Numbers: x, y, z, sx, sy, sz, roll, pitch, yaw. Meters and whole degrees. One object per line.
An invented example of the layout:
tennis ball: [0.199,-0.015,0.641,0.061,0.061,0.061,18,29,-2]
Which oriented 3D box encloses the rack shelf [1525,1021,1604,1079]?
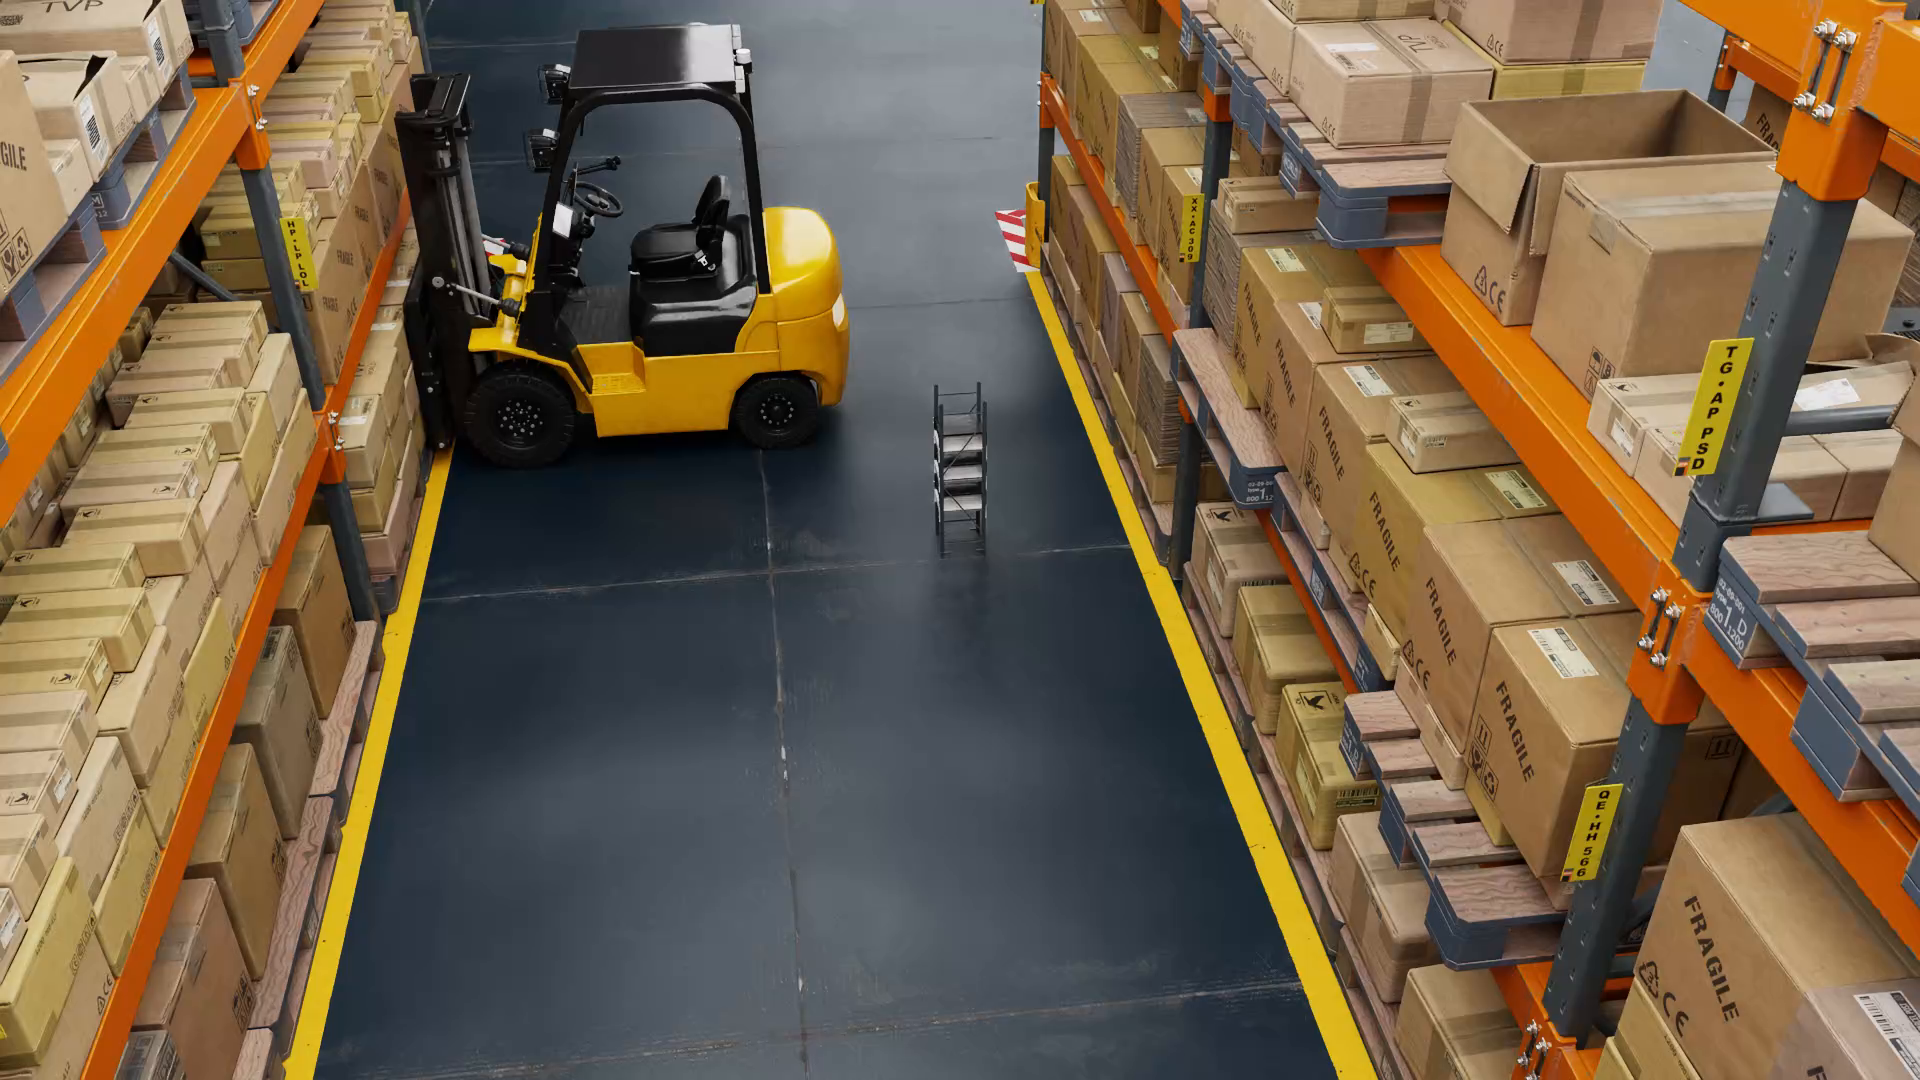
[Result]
rack shelf: [2.393,2.551,3.111,1.077,0.370,4.000,-4,35,-6]

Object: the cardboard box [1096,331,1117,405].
cardboard box: [1.095,-1.022,9.783,0.500,0.250,0.500,-4,34,-6]

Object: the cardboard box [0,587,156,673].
cardboard box: [-2.729,0.287,5.130,0.380,0.149,0.250,-4,34,-5]

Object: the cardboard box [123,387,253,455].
cardboard box: [-2.866,-0.432,6.184,0.380,0.149,0.250,-5,35,-8]

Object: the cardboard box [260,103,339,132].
cardboard box: [-3.333,-2.062,8.312,0.380,0.149,0.250,-5,35,-7]

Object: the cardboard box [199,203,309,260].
cardboard box: [-3.081,-1.349,7.266,0.380,0.149,0.250,-4,34,-5]

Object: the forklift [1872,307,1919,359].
forklift: [3.562,0.297,5.840,1.130,2.935,3.031,-4,34,-6]

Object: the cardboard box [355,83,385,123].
cardboard box: [-3.349,-2.372,9.031,0.380,0.149,0.250,-4,34,-6]

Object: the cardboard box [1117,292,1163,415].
cardboard box: [1.170,-1.035,9.137,0.500,0.500,0.500,-4,34,-6]

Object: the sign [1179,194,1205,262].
sign: [1.049,-1.407,7.511,0.100,0.325,0.005,-4,35,-6]

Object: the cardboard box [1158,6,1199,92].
cardboard box: [1.494,-2.787,9.064,0.700,0.500,0.500,-5,35,-7]

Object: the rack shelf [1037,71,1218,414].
rack shelf: [1.317,-1.913,9.662,1.077,0.370,4.000,-4,35,-6]

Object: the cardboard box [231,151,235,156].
cardboard box: [-3.808,-1.906,8.347,0.380,0.149,0.250,-5,35,-7]

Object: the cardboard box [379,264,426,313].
cardboard box: [-3.286,-1.317,9.329,0.500,0.250,0.500,-5,35,-7]

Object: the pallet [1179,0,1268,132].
pallet: [1.563,-1.904,6.512,1.213,0.211,1.003,-4,35,-6]

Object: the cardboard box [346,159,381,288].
cardboard box: [-3.289,-1.597,8.470,0.500,0.500,0.500,-5,35,-7]

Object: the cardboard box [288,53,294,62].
cardboard box: [-3.967,-2.743,9.312,0.380,0.149,0.250,-4,34,-6]

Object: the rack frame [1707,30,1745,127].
rack frame: [5.939,-3.758,11.730,1.000,3.000,0.127,-4,35,-6]

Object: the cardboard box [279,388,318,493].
cardboard box: [-3.005,-0.393,6.925,0.500,0.250,0.500,-4,34,-5]

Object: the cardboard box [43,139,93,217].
cardboard box: [-2.780,-1.046,4.848,0.380,0.149,0.250,-5,35,-7]

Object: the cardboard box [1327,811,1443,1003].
cardboard box: [1.950,1.323,6.235,0.950,0.372,0.625,-5,35,-7]

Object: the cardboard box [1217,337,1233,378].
cardboard box: [1.347,-0.832,7.286,0.380,0.149,0.250,-4,34,-6]

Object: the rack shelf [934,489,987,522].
rack shelf: [0.001,-0.191,8.739,0.258,0.077,0.200,-4,35,-6]

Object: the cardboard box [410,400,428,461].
cardboard box: [-3.237,-0.617,9.189,0.500,0.250,0.500,-4,34,-6]

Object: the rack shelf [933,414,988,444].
rack shelf: [0.001,-0.563,8.485,0.258,0.077,0.200,-4,35,-6]

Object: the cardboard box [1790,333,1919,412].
cardboard box: [2.216,-0.378,4.225,0.396,0.266,0.258,-4,35,-6]

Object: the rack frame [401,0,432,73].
rack frame: [-3.870,-2.949,10.542,1.000,3.000,0.127,-4,35,-6]

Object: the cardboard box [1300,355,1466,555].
cardboard box: [1.565,-0.307,5.939,0.500,0.500,0.500,-6,35,-8]

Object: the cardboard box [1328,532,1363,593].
cardboard box: [1.560,0.044,6.001,0.380,0.149,0.250,-5,35,-8]

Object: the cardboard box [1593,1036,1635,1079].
cardboard box: [1.940,1.492,4.159,0.500,0.250,0.500,-5,35,-7]

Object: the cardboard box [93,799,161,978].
cardboard box: [-2.675,1.030,4.836,0.500,0.250,0.500,-5,35,-7]

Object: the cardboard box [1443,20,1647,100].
cardboard box: [1.938,-1.563,5.606,0.500,0.250,0.500,-4,34,-6]

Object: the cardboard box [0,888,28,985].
cardboard box: [-2.545,1.006,4.074,0.380,0.149,0.250,-3,34,-5]

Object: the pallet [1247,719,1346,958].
pallet: [1.859,1.174,6.968,1.003,0.211,1.213,-4,35,-6]

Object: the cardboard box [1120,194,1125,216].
cardboard box: [1.096,-1.859,9.166,0.380,0.149,0.250,-5,35,-7]

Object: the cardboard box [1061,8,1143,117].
cardboard box: [0.910,-2.917,10.142,0.500,0.500,0.500,-3,34,-5]

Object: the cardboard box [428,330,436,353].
cardboard box: [-3.284,-1.098,9.451,0.500,0.250,0.500,-4,35,-7]

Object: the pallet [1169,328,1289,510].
pallet: [1.544,-0.578,7.233,1.003,0.211,1.213,-4,35,-6]

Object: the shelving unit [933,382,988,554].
shelving unit: [0.001,-0.367,8.619,0.258,0.900,0.210,-4,35,-6]

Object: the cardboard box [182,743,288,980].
cardboard box: [-3.051,1.234,6.139,0.875,0.625,0.625,-6,35,-8]

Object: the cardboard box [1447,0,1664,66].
cardboard box: [1.949,-1.771,5.466,0.500,0.250,0.500,-4,34,-6]

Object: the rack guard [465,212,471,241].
rack guard: [-3.873,-1.929,11.266,1.175,0.500,0.348,-4,35,-6]

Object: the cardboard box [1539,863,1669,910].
cardboard box: [1.847,0.903,4.741,0.380,0.149,0.250,-3,34,-5]

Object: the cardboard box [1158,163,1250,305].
cardboard box: [1.280,-1.488,8.046,0.500,0.500,0.500,-5,35,-8]

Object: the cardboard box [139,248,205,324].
cardboard box: [-3.661,-0.988,7.576,0.500,0.500,0.500,-5,35,-7]

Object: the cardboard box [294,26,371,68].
cardboard box: [-3.527,-2.773,9.356,0.380,0.149,0.250,-4,34,-6]

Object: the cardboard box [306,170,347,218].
cardboard box: [-3.173,-1.655,7.978,0.380,0.149,0.250,-4,34,-5]

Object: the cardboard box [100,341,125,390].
cardboard box: [-3.514,-0.660,6.519,0.380,0.149,0.250,-5,35,-8]

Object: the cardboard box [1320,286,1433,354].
cardboard box: [1.547,-0.813,6.106,0.380,0.149,0.250,-3,34,-4]

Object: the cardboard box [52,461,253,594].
cardboard box: [-2.874,-0.034,5.955,0.500,0.250,0.500,-4,34,-5]

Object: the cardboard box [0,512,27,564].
cardboard box: [-3.339,0.041,5.490,0.380,0.149,0.250,-4,34,-6]

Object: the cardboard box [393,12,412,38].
cardboard box: [-3.546,-3.086,10.078,0.380,0.149,0.250,-4,34,-6]

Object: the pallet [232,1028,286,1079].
pallet: [-2.866,2.206,5.455,1.003,0.211,1.213,-4,35,-6]
